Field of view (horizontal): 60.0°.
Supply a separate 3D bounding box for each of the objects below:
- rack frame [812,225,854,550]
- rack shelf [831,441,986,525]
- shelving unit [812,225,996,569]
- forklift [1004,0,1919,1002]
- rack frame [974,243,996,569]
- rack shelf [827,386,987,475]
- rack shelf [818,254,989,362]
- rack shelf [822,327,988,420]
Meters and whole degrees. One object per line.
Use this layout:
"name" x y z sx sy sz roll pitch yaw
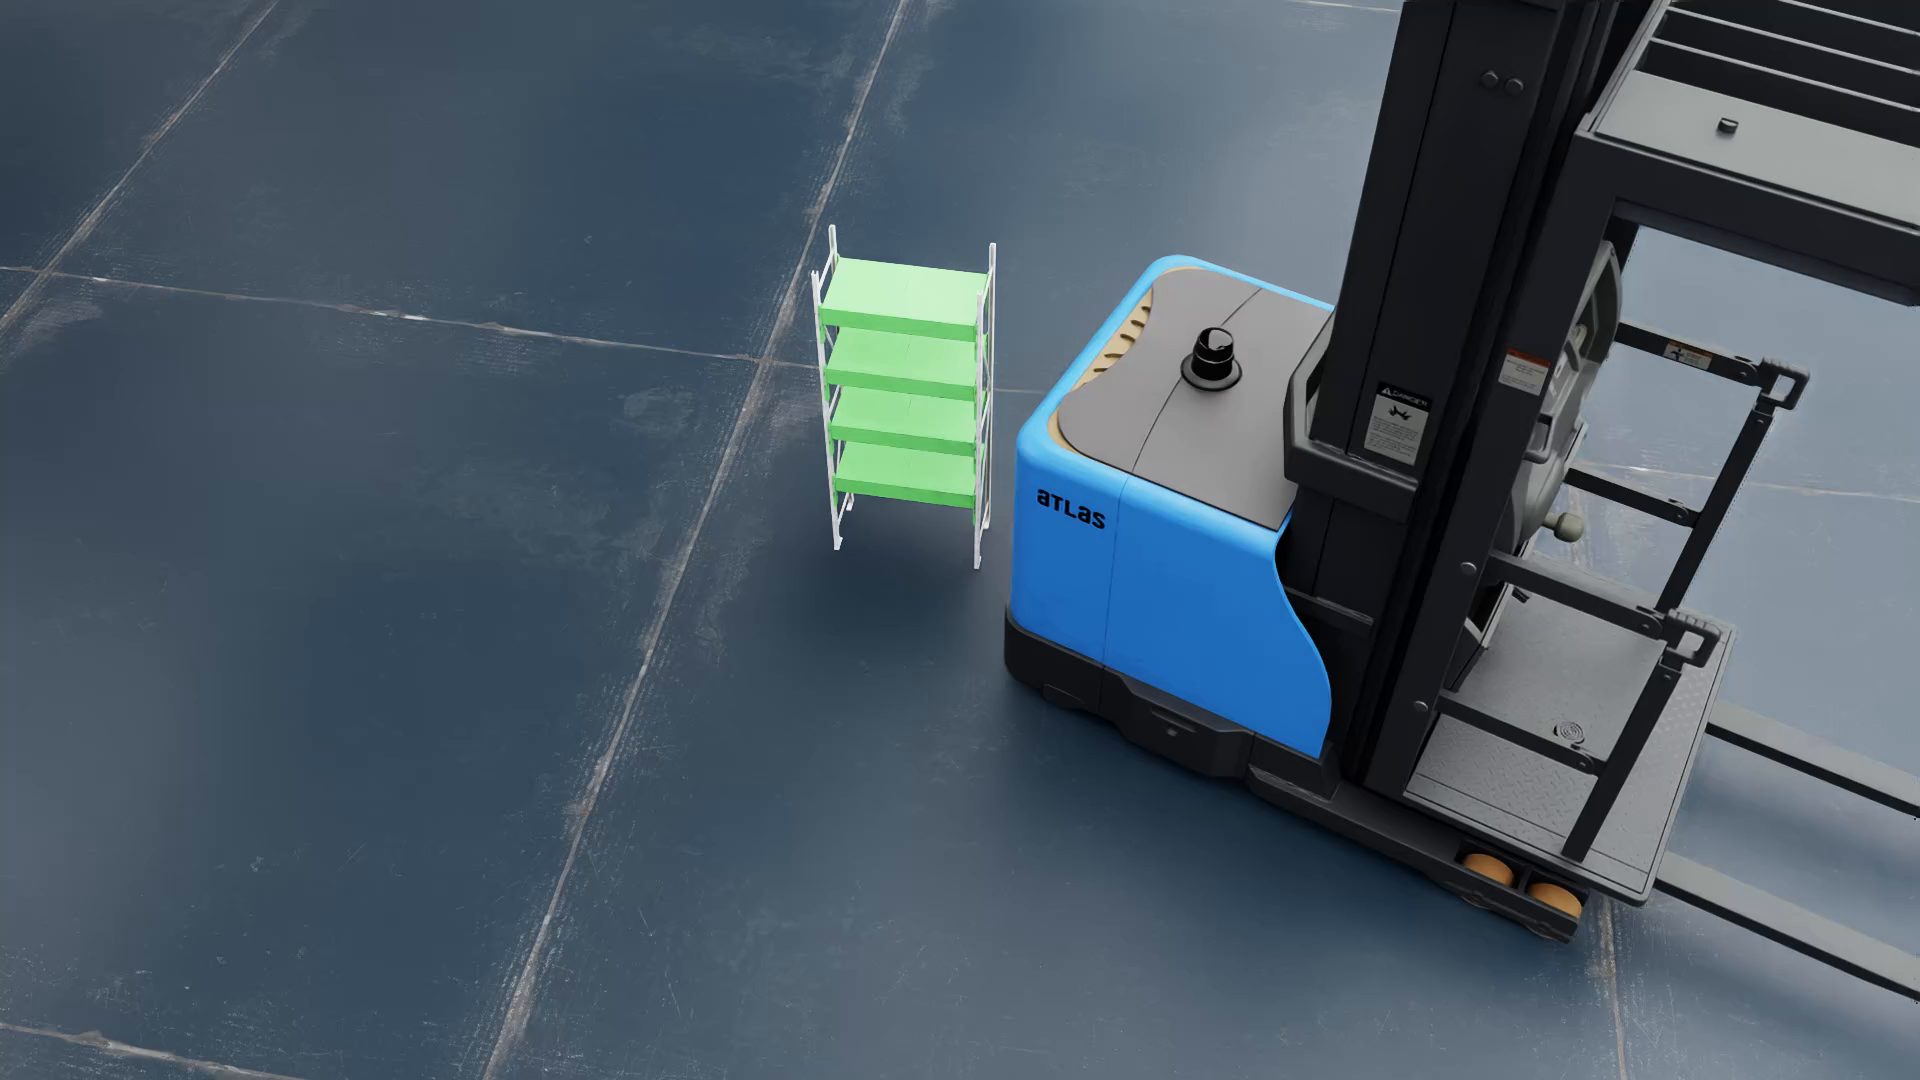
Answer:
"rack frame" -0.403 -0.455 5.352 0.015 1.200 0.240 8 49 7
"rack shelf" -0.163 -0.220 5.549 0.480 0.148 0.258 8 49 7
"shelving unit" -0.163 -0.423 5.323 0.503 1.200 0.258 8 49 7
"forklift" 1.675 -0.304 4.053 3.031 2.935 1.130 23 52 19
"rack frame" 0.077 -0.391 5.294 0.015 1.200 0.240 8 49 7
"rack shelf" -0.163 -0.380 5.371 0.480 0.148 0.258 8 49 7
"rack shelf" -0.163 -0.701 5.014 0.480 0.148 0.258 8 49 7
"rack shelf" -0.163 -0.541 5.192 0.480 0.148 0.258 8 49 7
